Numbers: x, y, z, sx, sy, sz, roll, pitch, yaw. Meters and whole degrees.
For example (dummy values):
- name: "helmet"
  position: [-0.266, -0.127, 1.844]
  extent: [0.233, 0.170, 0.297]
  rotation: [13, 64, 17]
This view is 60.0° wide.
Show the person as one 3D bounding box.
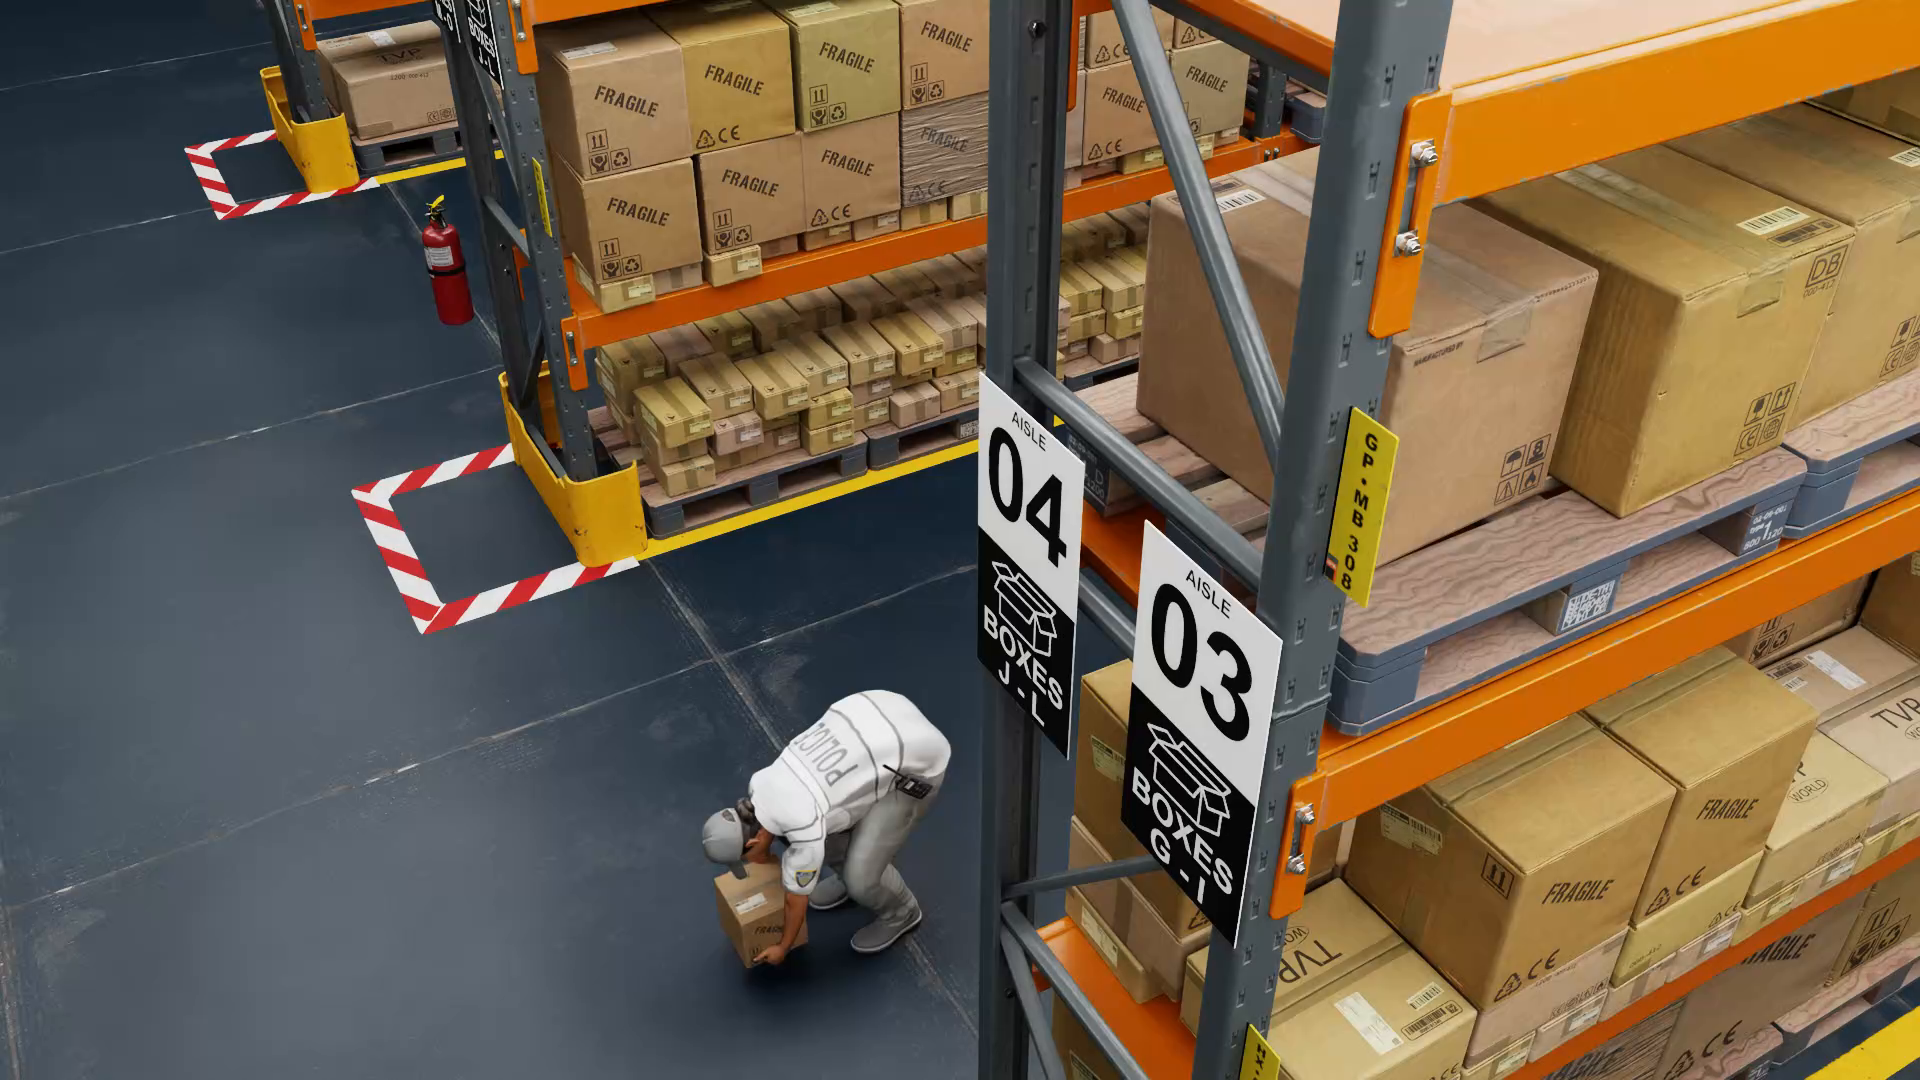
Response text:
- name: "person"
  position: [-0.485, 1.088, 6.055]
  extent: [0.943, 0.978, 0.498]
  rotation: [-21, 42, -26]
